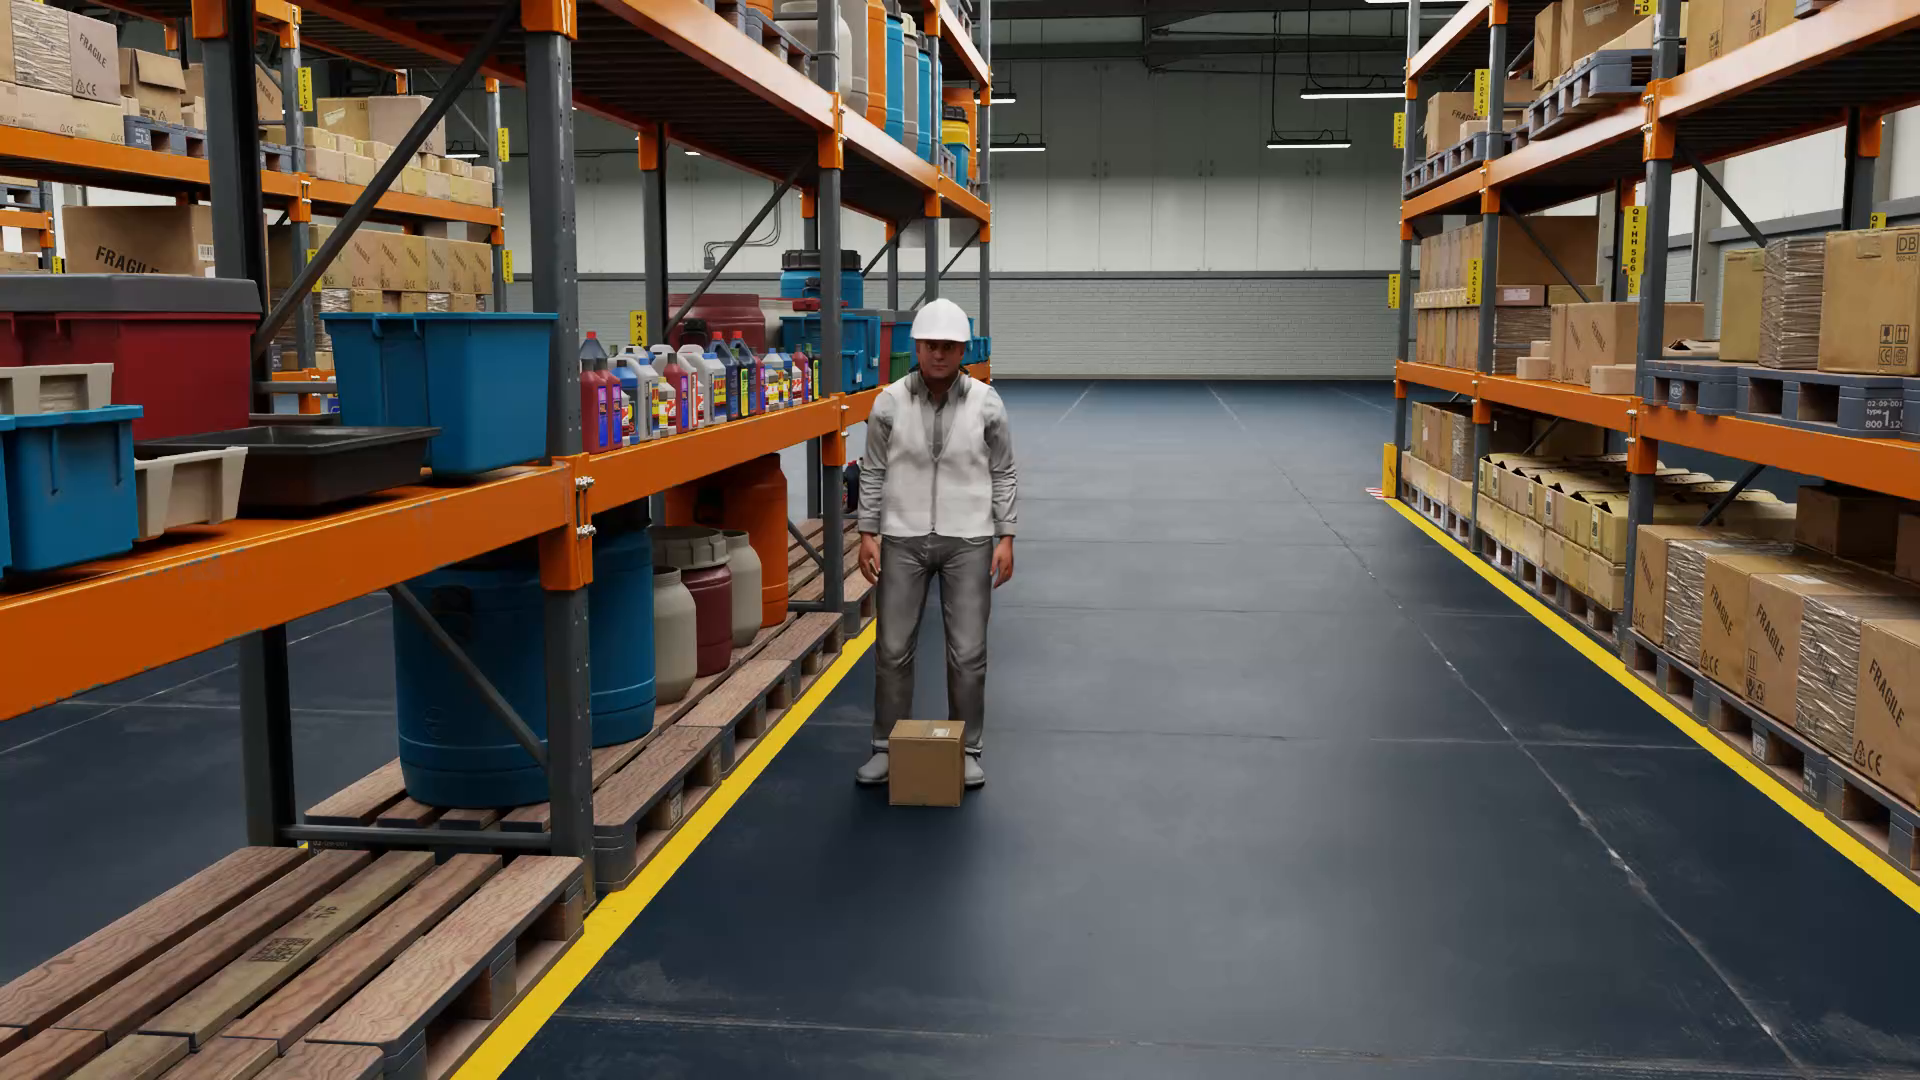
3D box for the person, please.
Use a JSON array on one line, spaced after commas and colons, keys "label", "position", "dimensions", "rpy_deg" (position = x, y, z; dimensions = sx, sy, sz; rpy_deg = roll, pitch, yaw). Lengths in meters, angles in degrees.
[{"label": "person", "position": [-0.086, 0.009, 6.113], "dimensions": [0.593, 1.773, 0.457], "rpy_deg": [0, 8, 3]}]
